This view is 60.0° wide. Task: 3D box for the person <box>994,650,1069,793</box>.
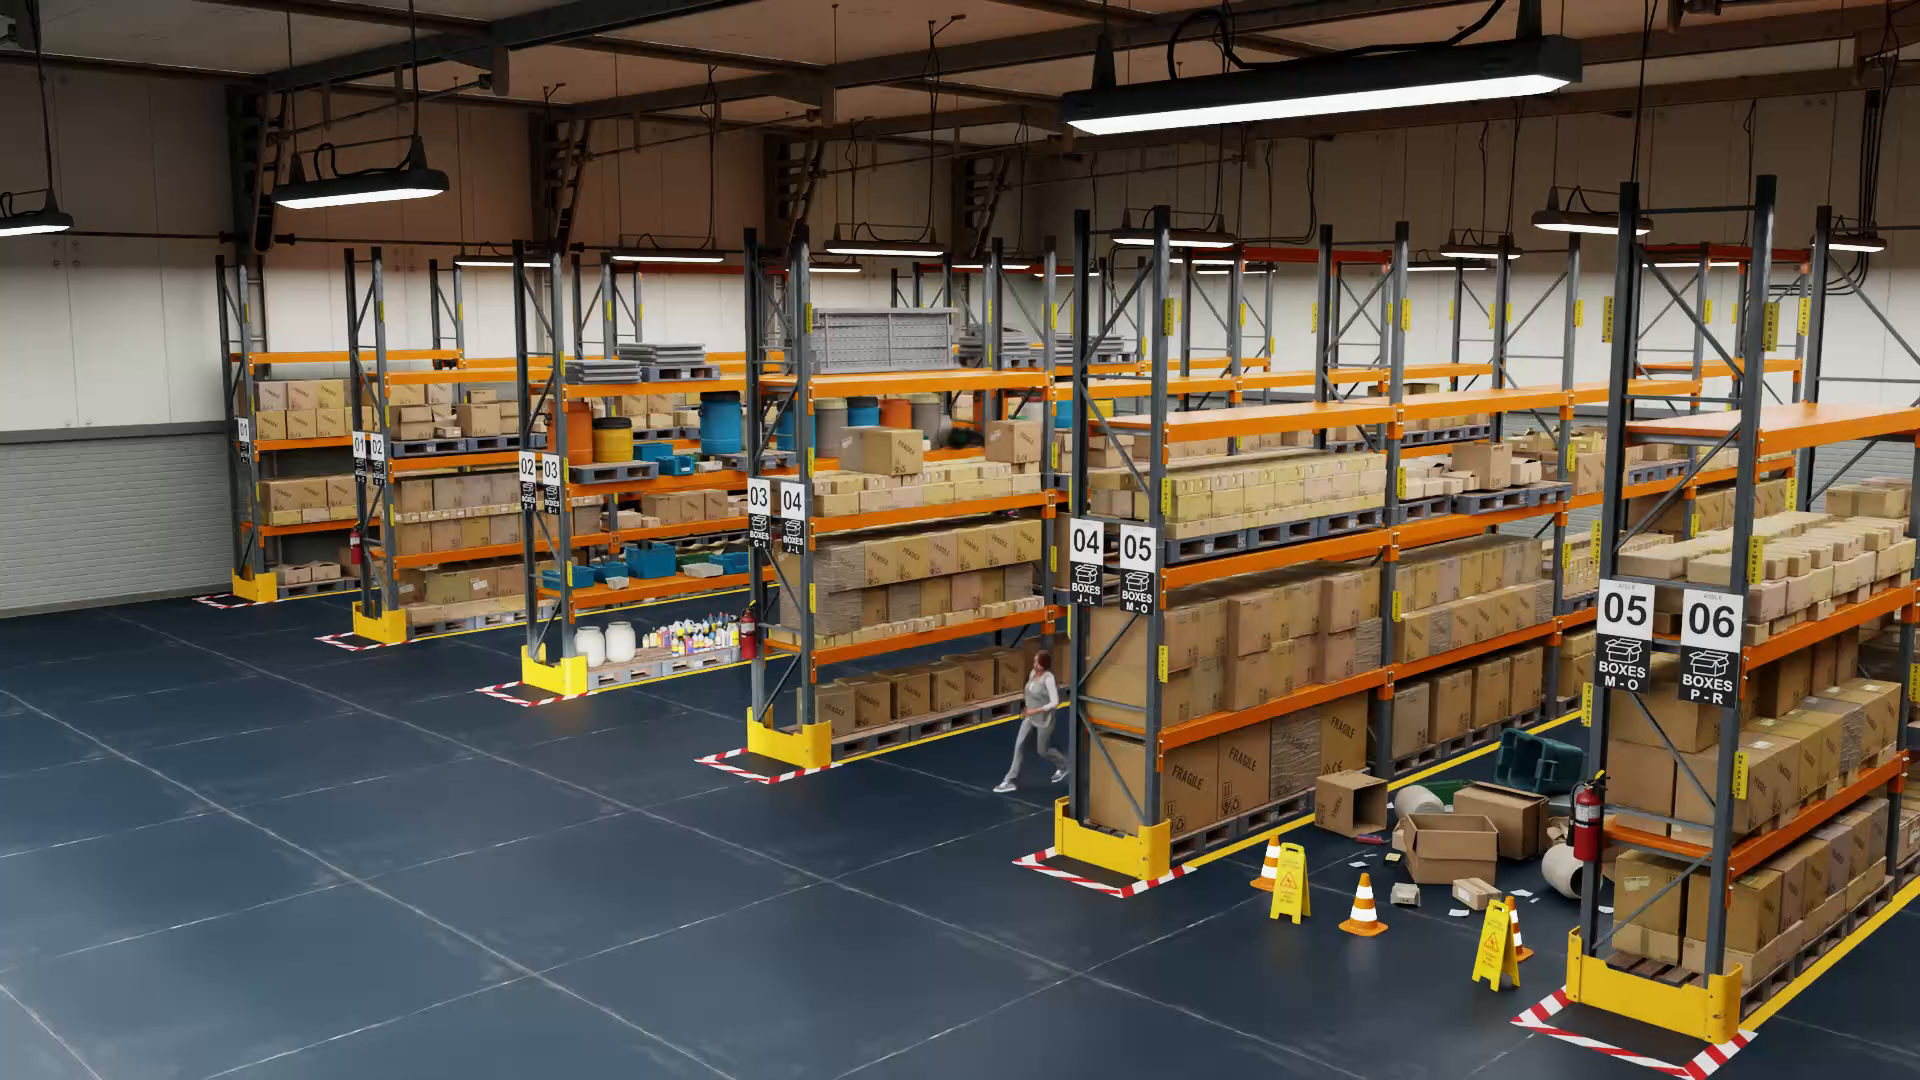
[{"bbox_3d":[0.849,1.893,17.483,0.940,1.534,0.583,-6,10,-36],"label":"person"}]
